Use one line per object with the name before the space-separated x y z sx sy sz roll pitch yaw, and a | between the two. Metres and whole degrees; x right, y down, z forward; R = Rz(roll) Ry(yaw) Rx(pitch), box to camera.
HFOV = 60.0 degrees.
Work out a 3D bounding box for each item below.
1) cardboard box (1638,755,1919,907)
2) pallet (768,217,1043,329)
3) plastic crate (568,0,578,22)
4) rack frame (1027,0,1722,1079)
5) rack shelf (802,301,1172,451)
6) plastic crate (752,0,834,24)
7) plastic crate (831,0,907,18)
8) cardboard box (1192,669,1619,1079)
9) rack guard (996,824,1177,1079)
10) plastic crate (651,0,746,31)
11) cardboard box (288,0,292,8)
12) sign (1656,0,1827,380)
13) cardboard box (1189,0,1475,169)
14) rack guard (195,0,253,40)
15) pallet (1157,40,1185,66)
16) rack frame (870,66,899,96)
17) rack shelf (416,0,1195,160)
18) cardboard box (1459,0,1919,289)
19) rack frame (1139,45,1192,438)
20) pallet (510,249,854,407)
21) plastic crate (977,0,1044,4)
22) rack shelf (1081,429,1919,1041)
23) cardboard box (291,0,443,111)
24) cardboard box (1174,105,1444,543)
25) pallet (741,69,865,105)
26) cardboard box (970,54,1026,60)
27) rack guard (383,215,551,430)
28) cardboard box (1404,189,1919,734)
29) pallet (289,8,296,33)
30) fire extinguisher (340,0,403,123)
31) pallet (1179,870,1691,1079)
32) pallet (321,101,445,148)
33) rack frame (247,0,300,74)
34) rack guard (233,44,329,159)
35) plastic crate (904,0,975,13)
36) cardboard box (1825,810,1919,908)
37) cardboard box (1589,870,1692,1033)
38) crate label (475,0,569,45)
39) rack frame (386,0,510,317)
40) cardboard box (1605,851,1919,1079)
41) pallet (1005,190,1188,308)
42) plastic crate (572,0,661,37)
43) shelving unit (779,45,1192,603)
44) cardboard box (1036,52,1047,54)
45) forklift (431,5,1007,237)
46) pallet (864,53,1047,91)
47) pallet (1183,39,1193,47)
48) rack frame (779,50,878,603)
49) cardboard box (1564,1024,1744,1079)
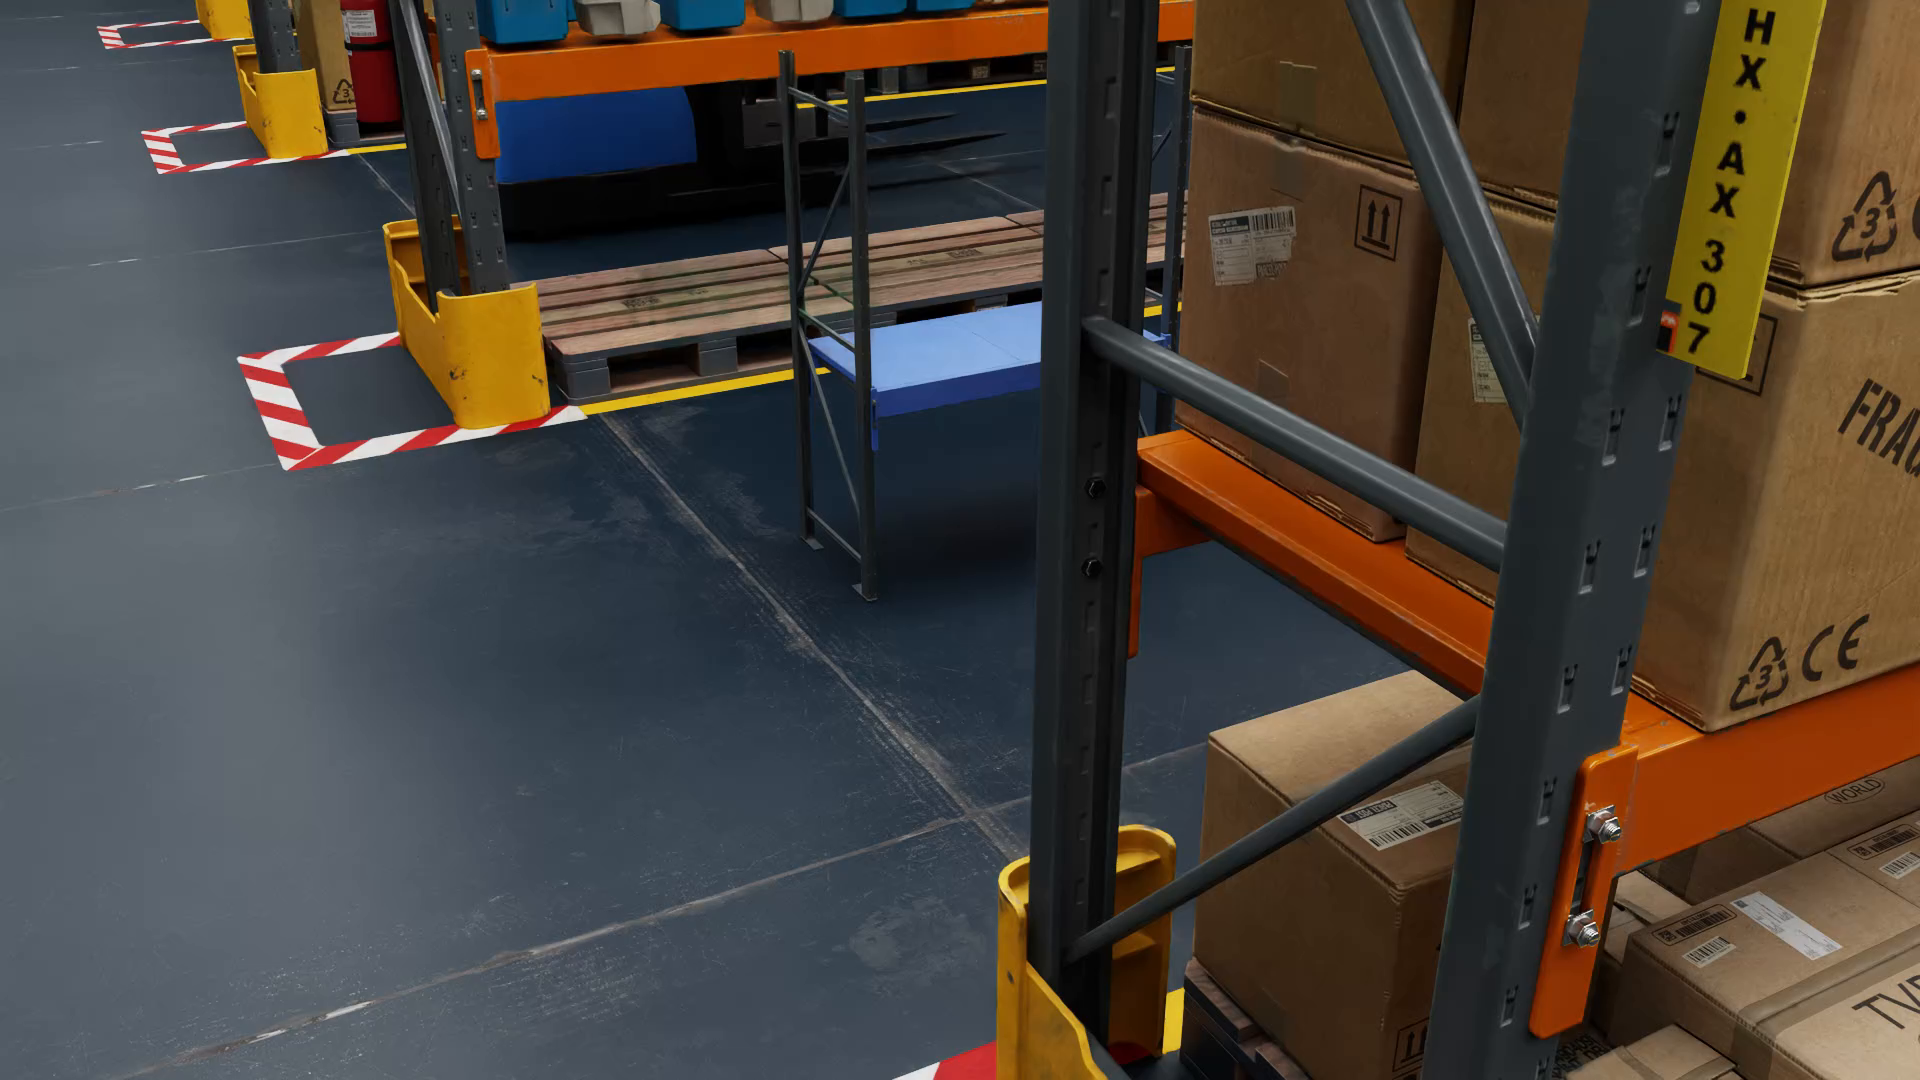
cardboard box | 1.619 0.533 3.343 0.500 0.250 0.500 -13 29 -25
pallet | -0.104 -1.157 7.415 1.213 0.211 1.003 -13 29 -25
plastic crate | -1.717 -2.196 6.249 0.499 0.435 0.616 -13 29 -25
rack frame | 0.404 -0.120 2.034 0.053 2.616 0.949 -13 29 -25
rack shelf | 0.075 -0.531 5.039 1.000 0.185 0.538 -13 29 -25
plastic crate | -0.631 -2.018 6.224 0.298 0.136 0.250 -13 29 -25
plastic crate | -0.390 -2.158 6.403 0.300 0.233 0.416 -13 29 -25
cardboard box | 0.767 0.602 2.909 0.500 0.500 0.500 -13 29 -25
rack guard | 0.470 0.990 2.610 0.348 0.500 1.175 -13 29 -25
plastic crate | -0.971 -2.024 6.124 0.300 0.233 0.416 -13 29 -25
cardboard box | -5.887 -4.709 14.400 0.250 0.149 0.380 -12 28 -24
sign | 0.658 -0.304 1.418 0.005 0.325 0.100 -13 29 -25
cardboard box | 0.666 -0.813 2.206 0.500 0.500 0.500 -13 29 -26
rack guard | -6.433 -4.709 14.480 0.348 0.500 1.175 -13 29 -25
pallet | 0.997 -3.899 13.127 1.213 0.211 1.003 -13 29 -25
rack frame | -0.726 -4.720 11.615 0.127 3.000 1.000 -13 29 -25
rack shelf | -0.160 -2.097 6.983 4.000 0.370 1.077 -13 29 -25
cardboard box | 0.919 -0.607 1.777 0.500 0.500 0.500 -12 28 -24
rack frame | 0.524 -0.797 5.177 0.032 1.500 0.500 -13 29 -25
pallet | -1.179 -0.910 6.901 1.213 0.211 1.003 -13 29 -25
plastic crate | 0.210 -2.267 6.742 0.466 0.136 0.293 -13 29 -25
rack shelf | 2.168 -0.204 3.041 4.000 0.370 1.077 -13 29 -25
cardboard box | -3.728 -3.298 10.622 0.875 0.875 0.875 -13 29 -25
cardboard box | 0.670 -0.362 2.422 0.500 0.500 0.500 -12 28 -24
pallet | -1.434 -3.338 11.958 1.213 0.211 1.003 -13 29 -25
cardboard box | -0.171 -4.089 12.272 0.875 0.875 1.225 -13 29 -25
rack guard | -1.940 -0.877 6.499 0.348 0.500 1.175 -13 29 -25
cardboard box | 0.919 -0.156 1.994 0.500 0.500 0.500 -12 28 -24
pallet | -5.700 -4.731 14.859 1.213 0.211 1.003 -13 29 -25
fire extinguisher | -2.272 -1.954 6.374 0.183 0.674 0.296 -13 29 -25
pallet | 1.173 0.958 3.012 1.213 0.211 1.003 -13 29 -25
pallet | -3.587 -2.841 10.923 1.213 0.211 1.003 -13 29 -25
rack frame | -4.255 -3.905 9.918 0.127 3.000 1.000 -13 29 -25
rack guard | -4.277 -2.774 10.449 0.348 0.500 1.175 -13 29 -25
plastic crate | -0.125 -2.219 6.531 0.300 0.233 0.416 -13 29 -25
cardboard box | 1.899 0.714 2.966 0.500 0.250 0.500 -13 29 -25
cardboard box | 1.166 0.705 3.082 0.250 0.166 0.380 -13 29 -25
crate label | -1.552 -1.890 5.845 0.303 0.233 0.416 -13 29 -25
rack frame | -1.925 -2.014 5.979 0.127 3.000 1.000 -13 29 -25
cardboard box | 1.457 0.816 2.754 0.500 0.250 0.500 -13 29 -25
pallet | 0.974 -1.407 7.936 1.213 0.211 1.003 -13 29 -25
plastic crate | -1.230 -1.880 5.936 0.298 0.136 0.250 -13 29 -25
shelving unit | 0.075 -0.693 4.962 1.048 1.500 0.538 -13 29 -25
cardboard box | 0.618 -4.272 12.651 0.875 0.875 1.225 -14 29 -27
forklift | -1.212 -3.292 8.720 3.031 2.935 1.130 -14 29 -26
pallet | -0.080 -3.649 12.606 1.213 0.211 1.003 -13 29 -25
pallet | 2.073 -4.146 13.641 1.213 0.211 1.003 -13 29 -25
rack frame | -0.373 -0.590 4.746 0.032 1.500 0.500 -13 29 -25
cardboard box | 1.155 0.953 2.565 0.250 0.166 0.380 -13 29 -25
